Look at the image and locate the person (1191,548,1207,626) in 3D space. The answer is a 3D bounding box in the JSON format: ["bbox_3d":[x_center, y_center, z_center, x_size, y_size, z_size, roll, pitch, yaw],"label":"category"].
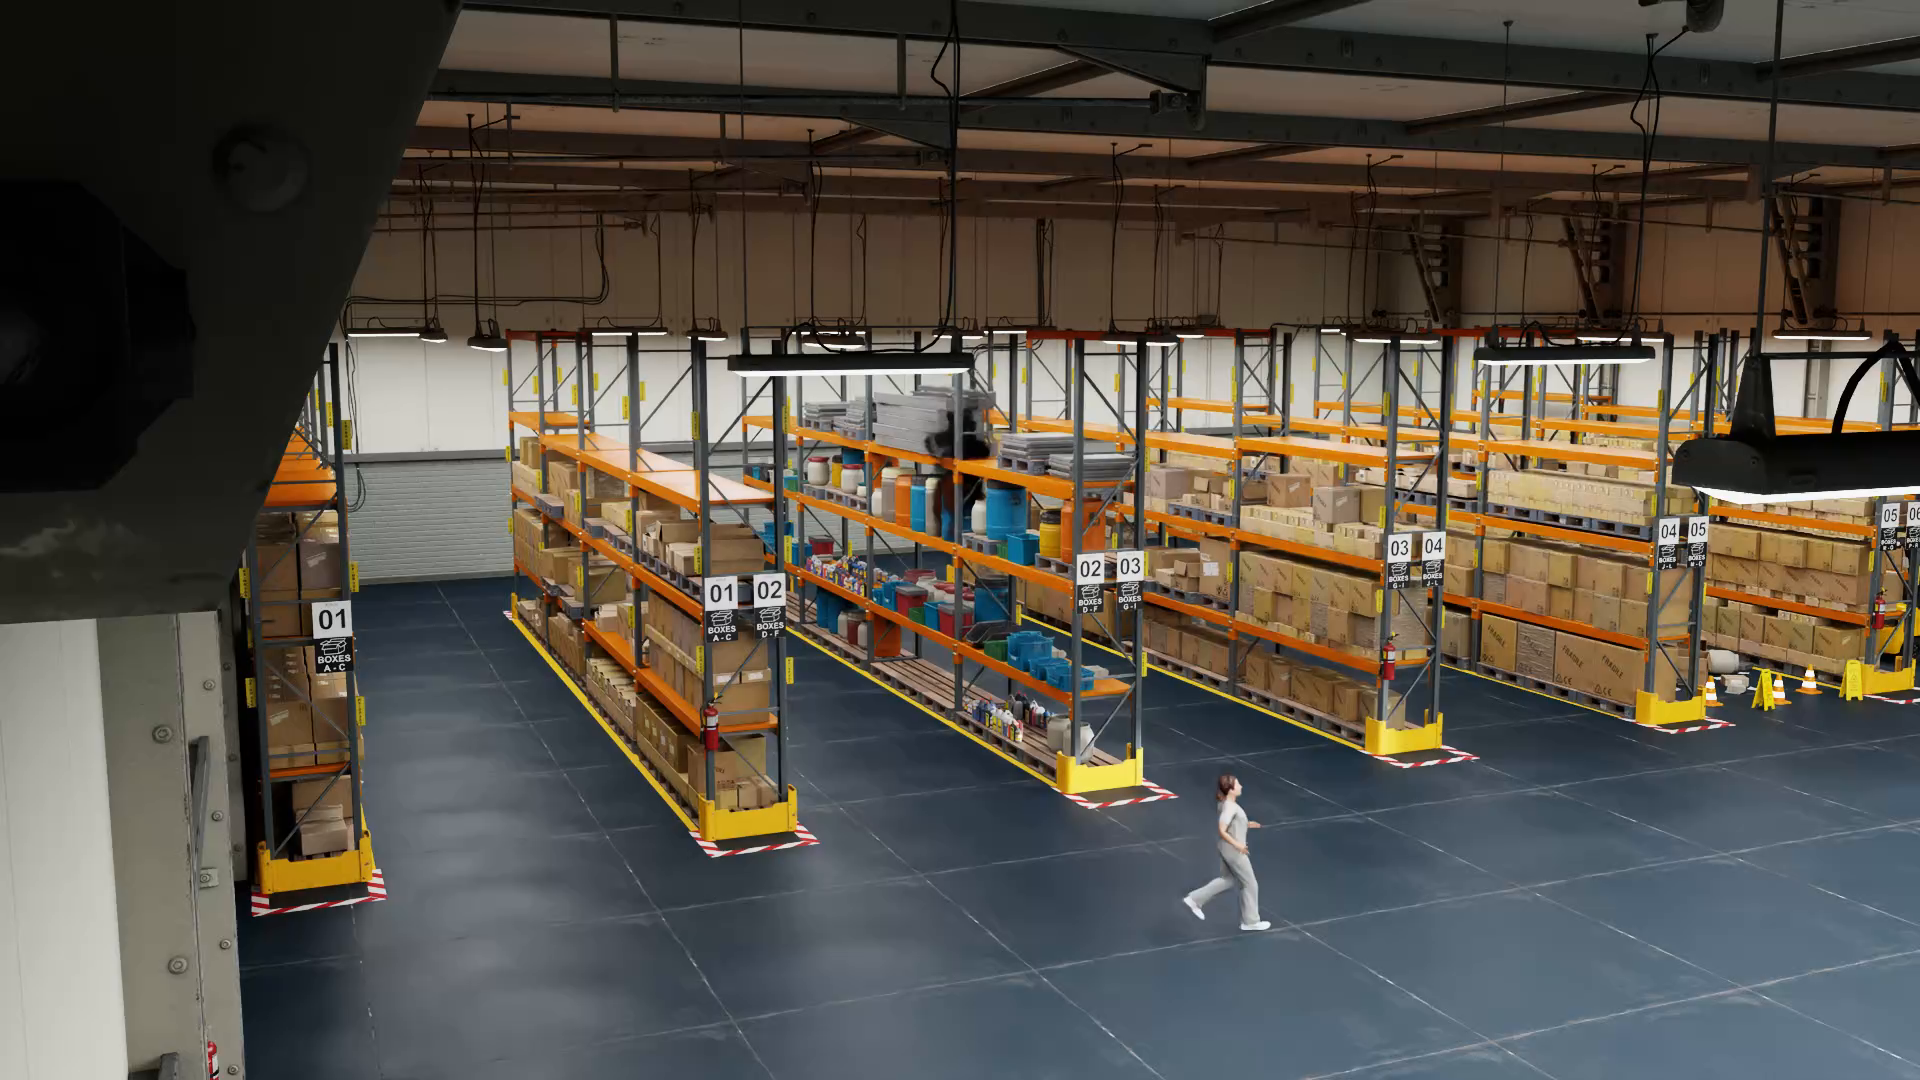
[{"bbox_3d":[4.681,0.986,33.301,0.606,1.680,0.923,-4,9,-29],"label":"person"}]

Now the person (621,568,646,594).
[{"bbox_3d":[-6.944,0.783,35.012,0.706,1.613,0.505,-5,9,-33],"label":"person"}]

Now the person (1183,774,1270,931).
[{"bbox_3d":[2.758,3.202,17.043,0.895,1.643,0.576,-1,8,-4],"label":"person"}]
